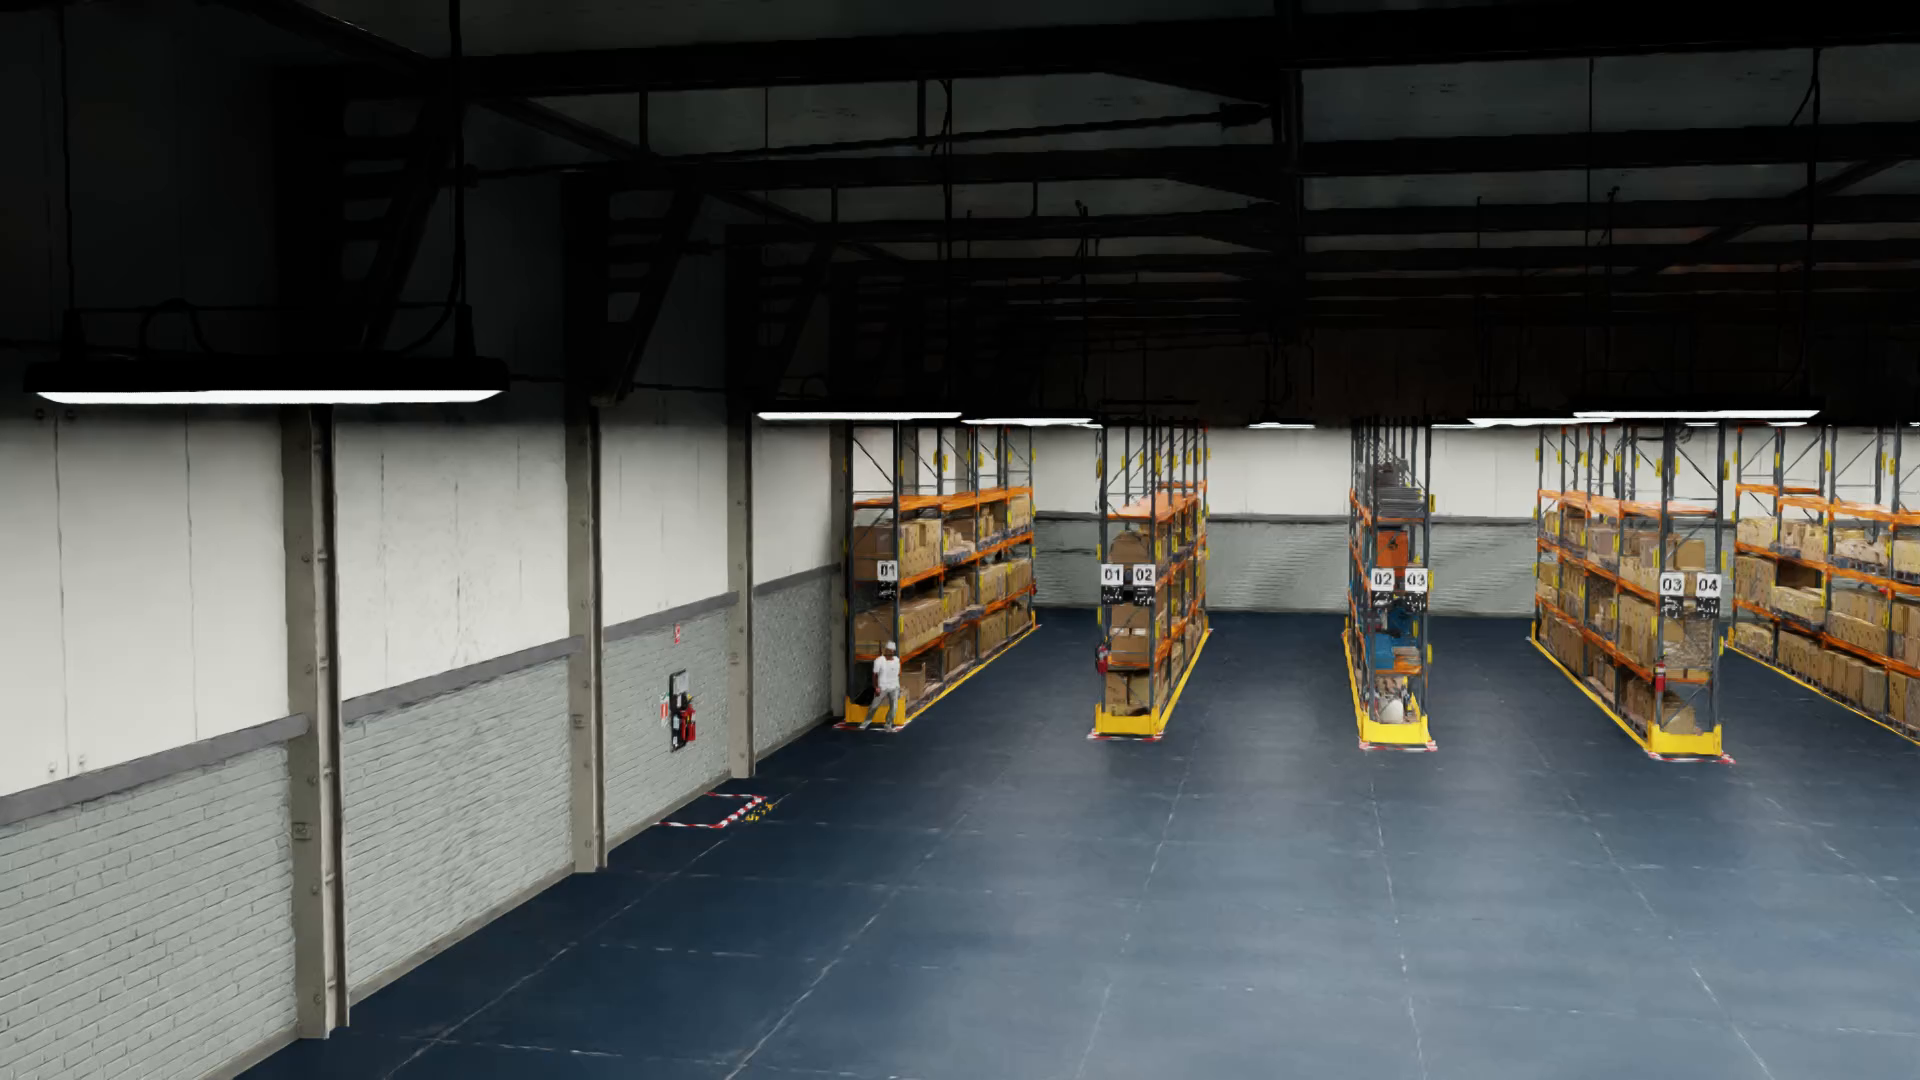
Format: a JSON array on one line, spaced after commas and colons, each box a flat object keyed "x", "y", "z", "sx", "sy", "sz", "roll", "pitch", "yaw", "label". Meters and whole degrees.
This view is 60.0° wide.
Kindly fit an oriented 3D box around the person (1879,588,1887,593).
[{"x": 22.738, "y": 2.081, "z": 41.108, "sx": 0.581, "sy": 1.785, "sz": 0.664, "roll": 2, "pitch": 5, "yaw": 33, "label": "person"}]

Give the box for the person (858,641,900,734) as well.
[{"x": -1.510, "y": 2.766, "z": 31.346, "sx": 0.769, "sy": 1.745, "sz": 0.597, "roll": -2, "pitch": 4, "yaw": -27, "label": "person"}]
